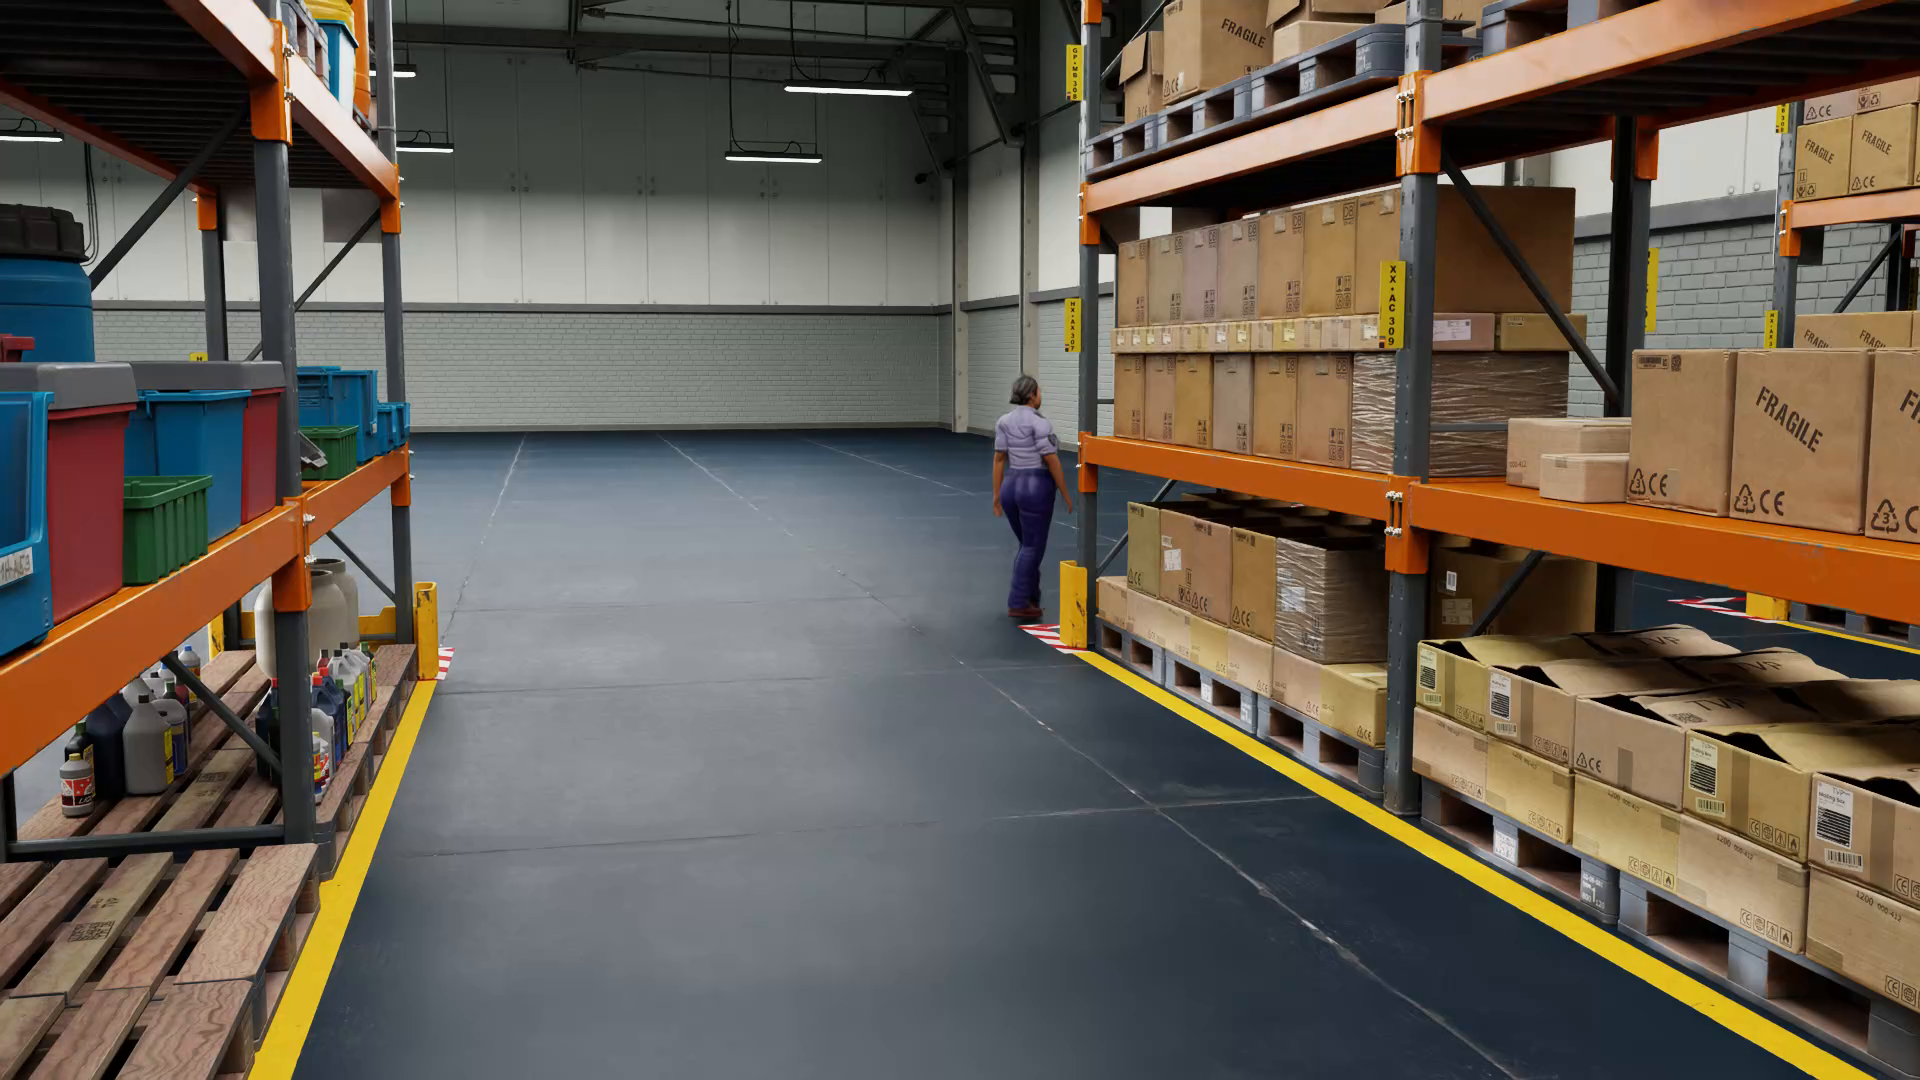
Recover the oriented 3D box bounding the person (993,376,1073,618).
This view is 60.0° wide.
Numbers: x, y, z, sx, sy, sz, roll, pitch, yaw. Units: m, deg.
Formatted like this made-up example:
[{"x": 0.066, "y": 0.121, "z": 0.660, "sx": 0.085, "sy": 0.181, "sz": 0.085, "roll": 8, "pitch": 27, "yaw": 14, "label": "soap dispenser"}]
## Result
[{"x": 0.505, "y": -0.272, "z": 11.335, "sx": 0.554, "sy": 1.687, "sz": 0.523, "roll": -6, "pitch": 8, "yaw": -41, "label": "person"}]
